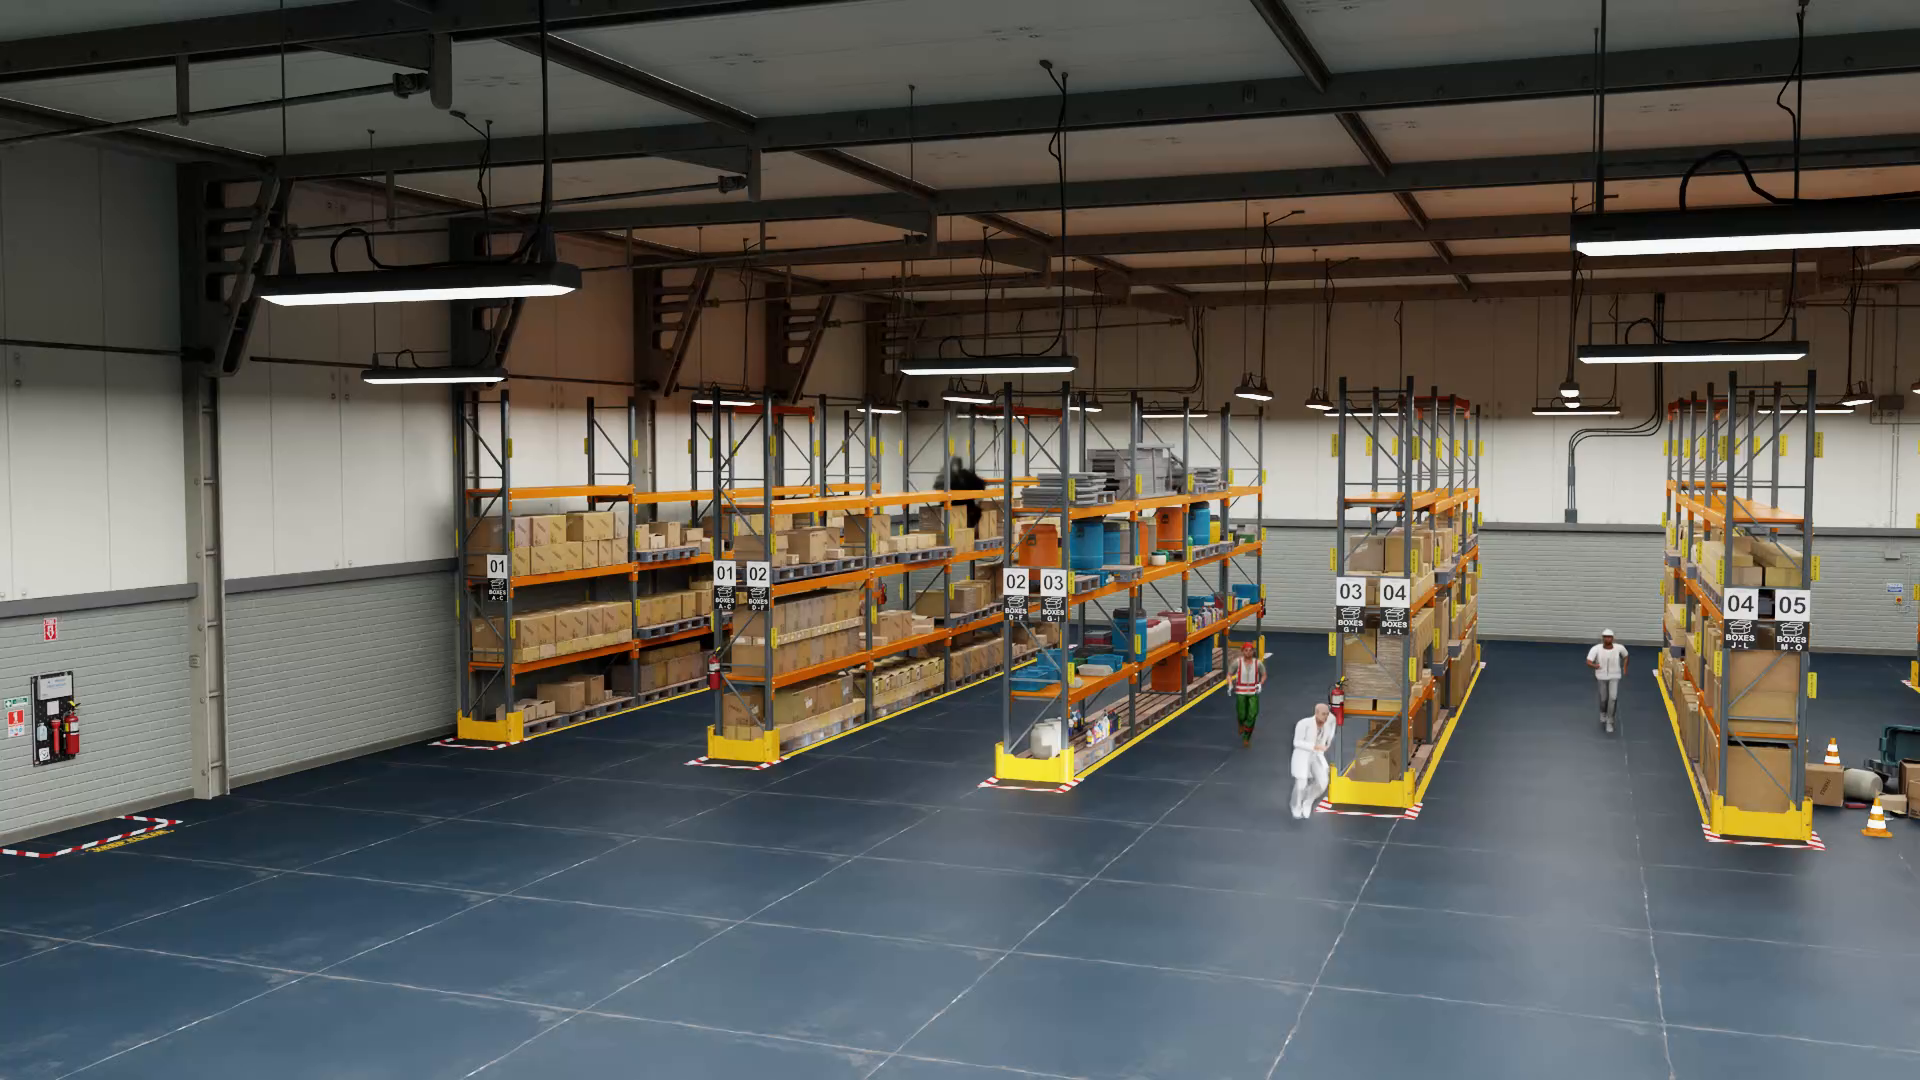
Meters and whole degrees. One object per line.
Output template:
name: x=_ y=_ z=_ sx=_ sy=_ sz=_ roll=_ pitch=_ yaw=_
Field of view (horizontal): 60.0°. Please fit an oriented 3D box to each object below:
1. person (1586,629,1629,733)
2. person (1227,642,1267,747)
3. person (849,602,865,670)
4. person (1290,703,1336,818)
person: x=11.535 y=2.482 z=29.641 sx=0.704 sy=1.798 sz=0.922 roll=1 pitch=3 yaw=23
person: x=4.855 y=2.598 z=28.094 sx=0.671 sy=1.748 sz=0.596 roll=0 pitch=3 yaw=4
person: x=-2.212 y=2.174 z=35.316 sx=0.678 sy=1.745 sz=0.808 roll=1 pitch=3 yaw=13
person: x=4.750 y=2.956 z=22.305 sx=0.740 sy=1.620 sz=0.997 roll=-1 pitch=3 yaw=-18
